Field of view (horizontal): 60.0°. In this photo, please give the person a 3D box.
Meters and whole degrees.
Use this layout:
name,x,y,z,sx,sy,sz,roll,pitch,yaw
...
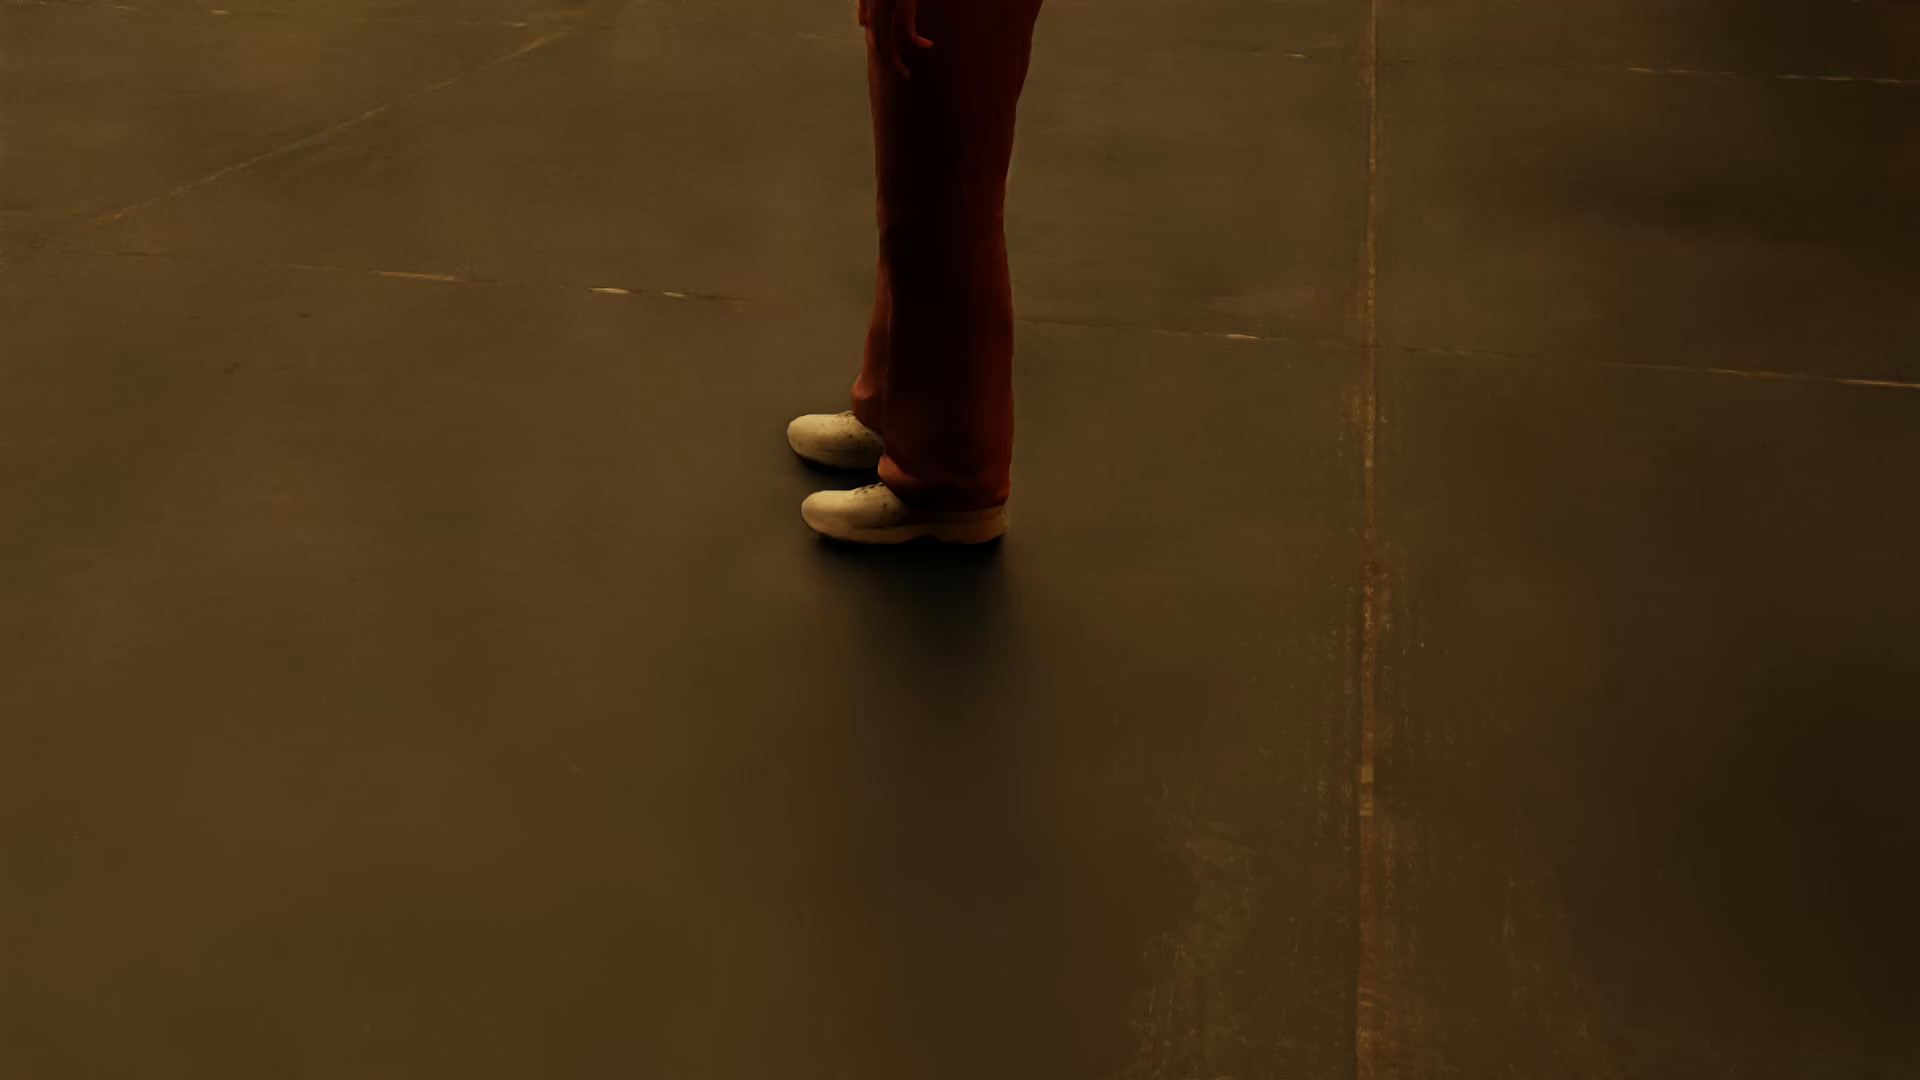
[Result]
name,x,y,z,sx,sy,sz,roll,pitch,yaw
person,-0.070,-0.766,2.144,0.548,1.674,0.554,6,27,11
